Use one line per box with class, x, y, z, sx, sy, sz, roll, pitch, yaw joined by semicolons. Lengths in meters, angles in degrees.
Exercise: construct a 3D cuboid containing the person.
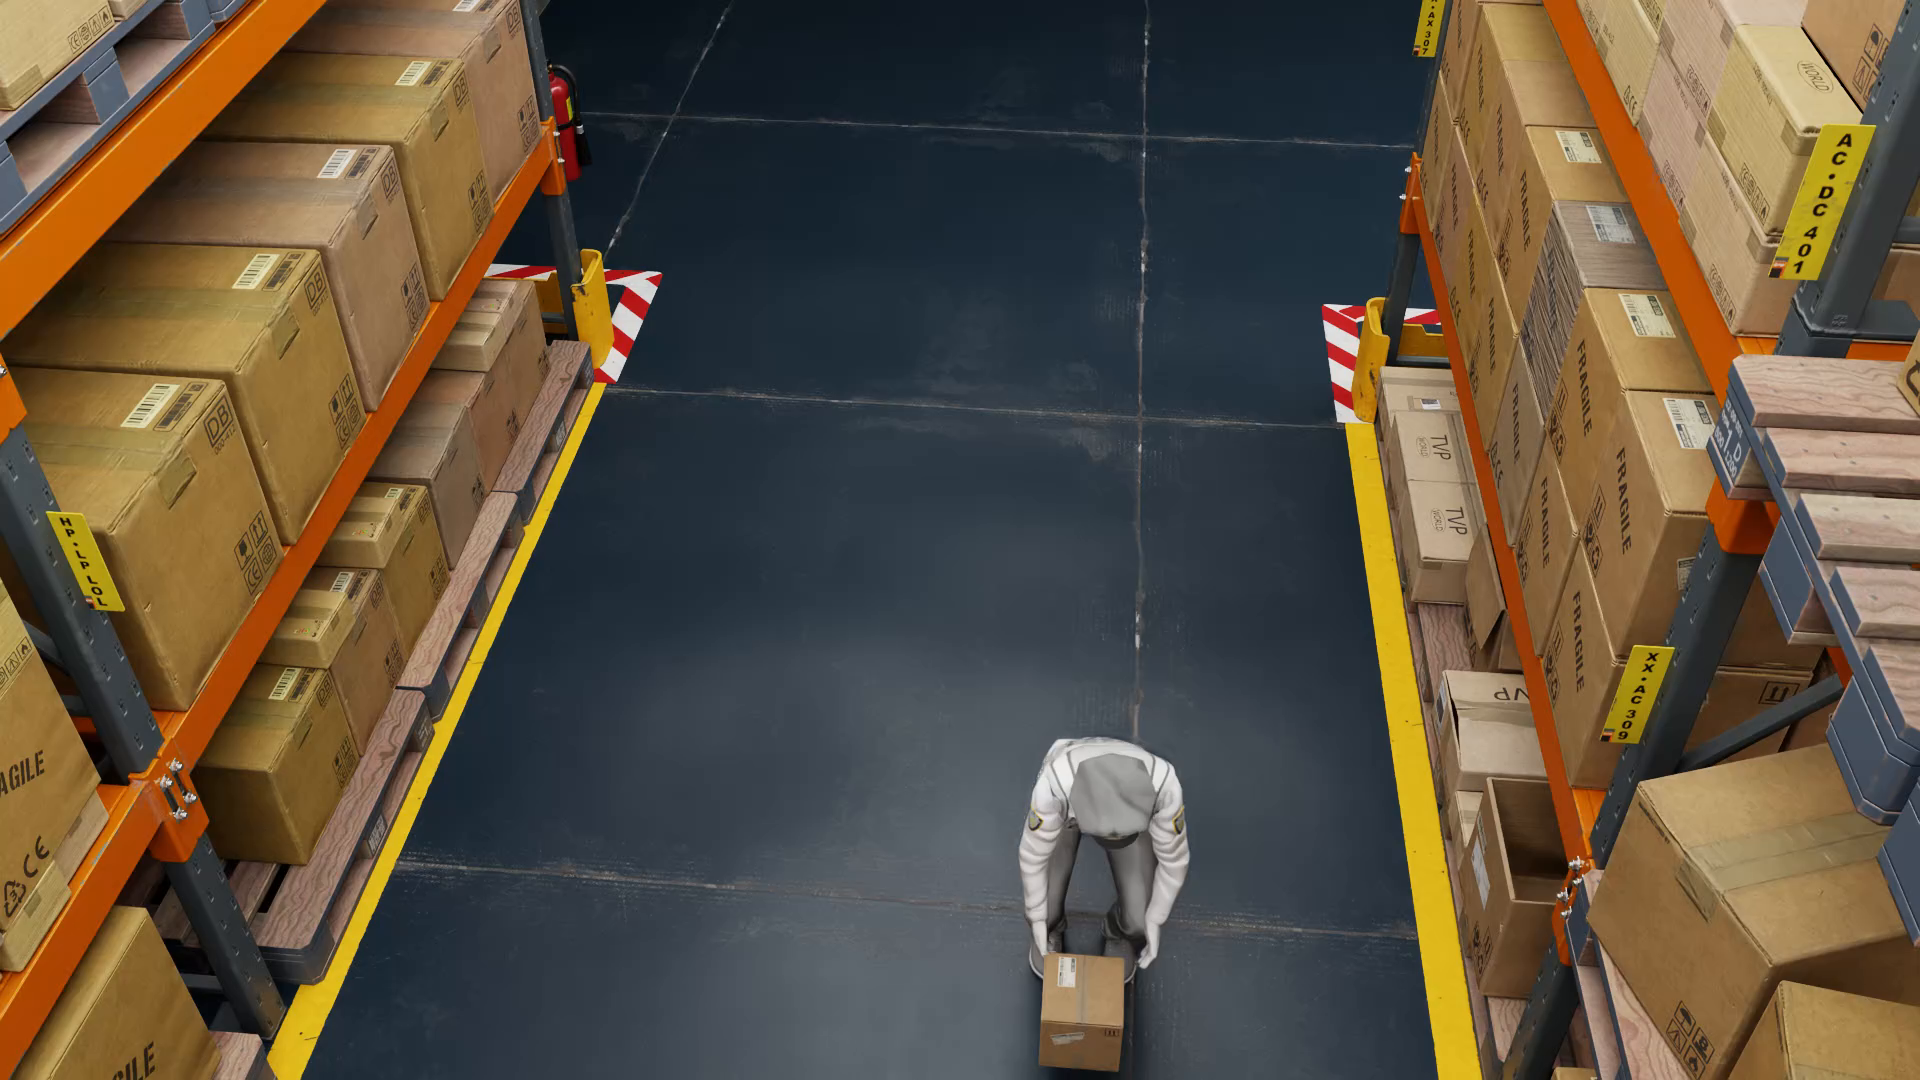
person;0.462;0.803;5.242;0.532;0.612;0.595;3;40;4
